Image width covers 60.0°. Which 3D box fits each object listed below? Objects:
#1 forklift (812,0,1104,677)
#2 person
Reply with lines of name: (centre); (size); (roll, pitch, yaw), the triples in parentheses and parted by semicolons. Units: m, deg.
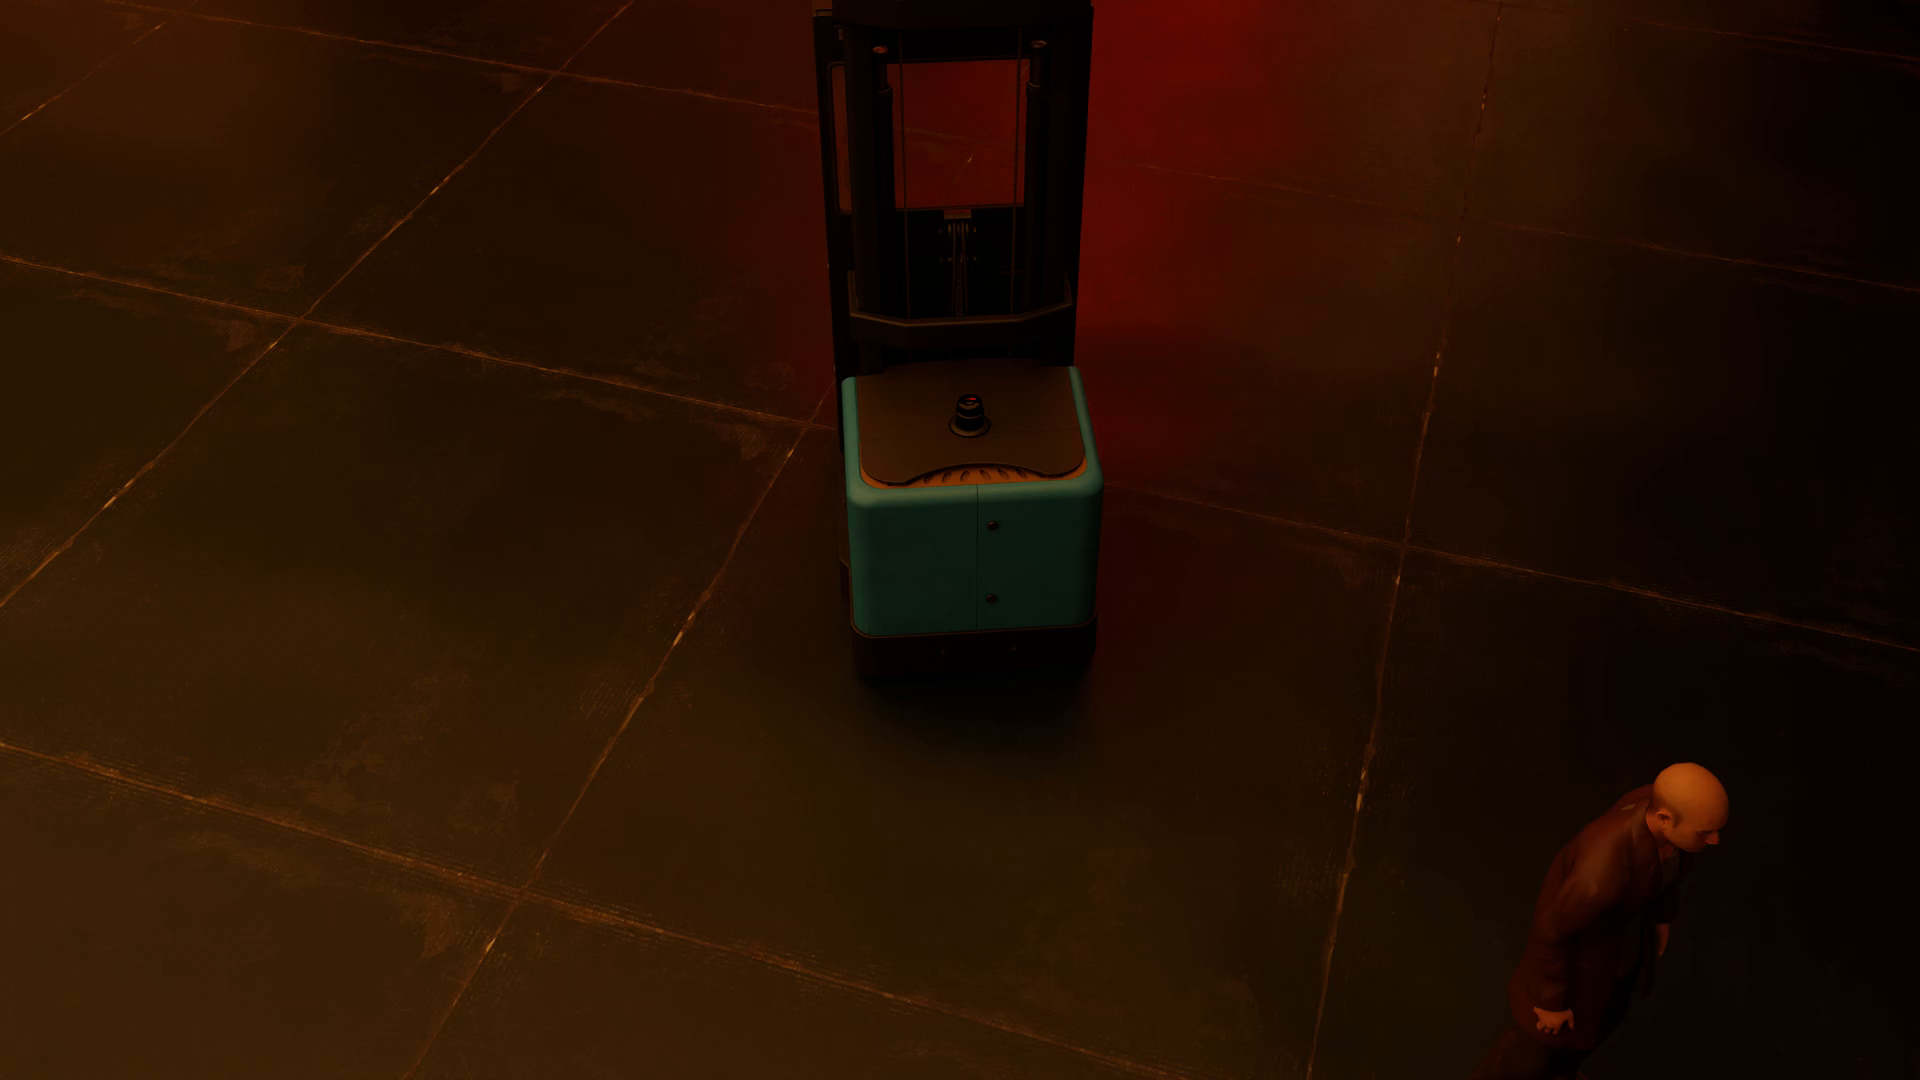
forklift: (-0.048, -1.486, 7.287); (1.130, 2.935, 3.031); (-3, 43, -3)
person: (1.982, 1.280, 5.162); (0.655, 1.775, 0.426); (-26, 49, -25)
